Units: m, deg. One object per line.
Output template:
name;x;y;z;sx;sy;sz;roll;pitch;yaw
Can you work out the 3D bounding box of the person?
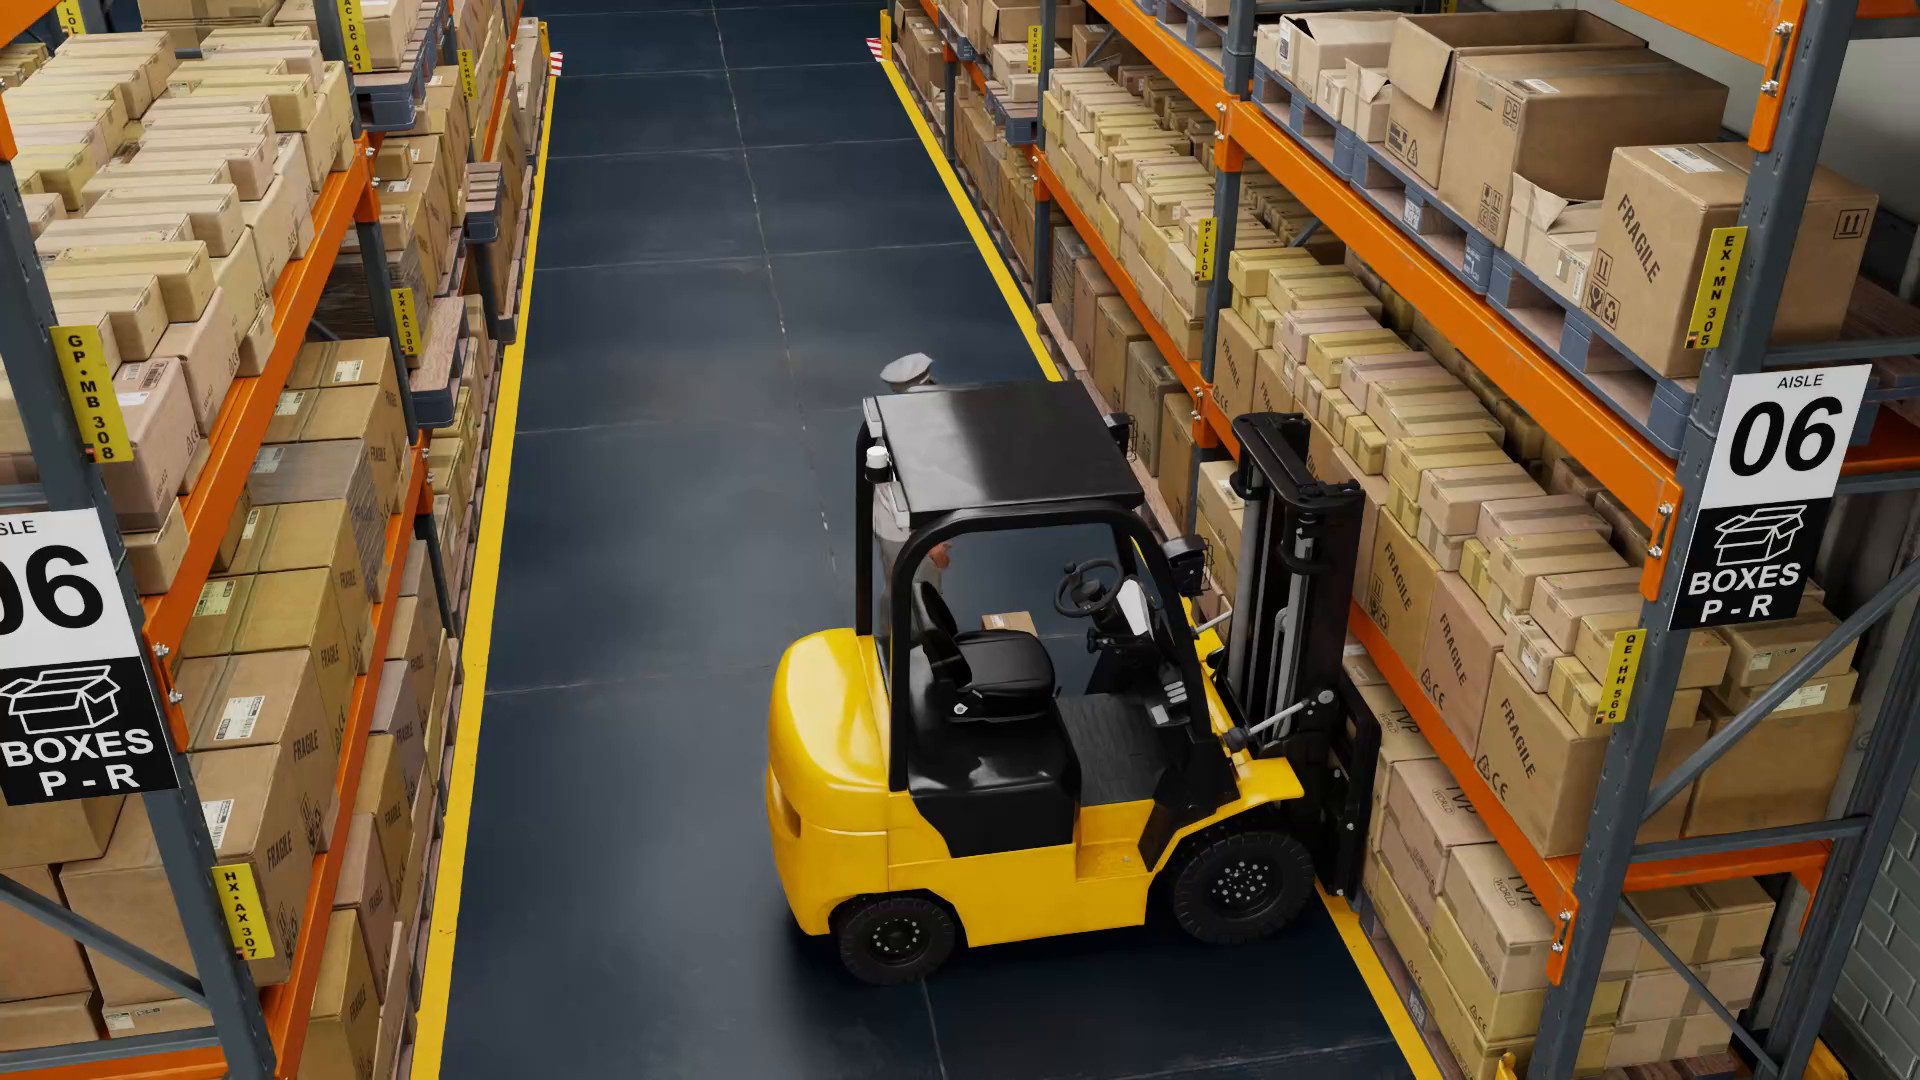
person;-0.135;-0.048;8.227;0.606;1.799;0.739;-7;31;-12
